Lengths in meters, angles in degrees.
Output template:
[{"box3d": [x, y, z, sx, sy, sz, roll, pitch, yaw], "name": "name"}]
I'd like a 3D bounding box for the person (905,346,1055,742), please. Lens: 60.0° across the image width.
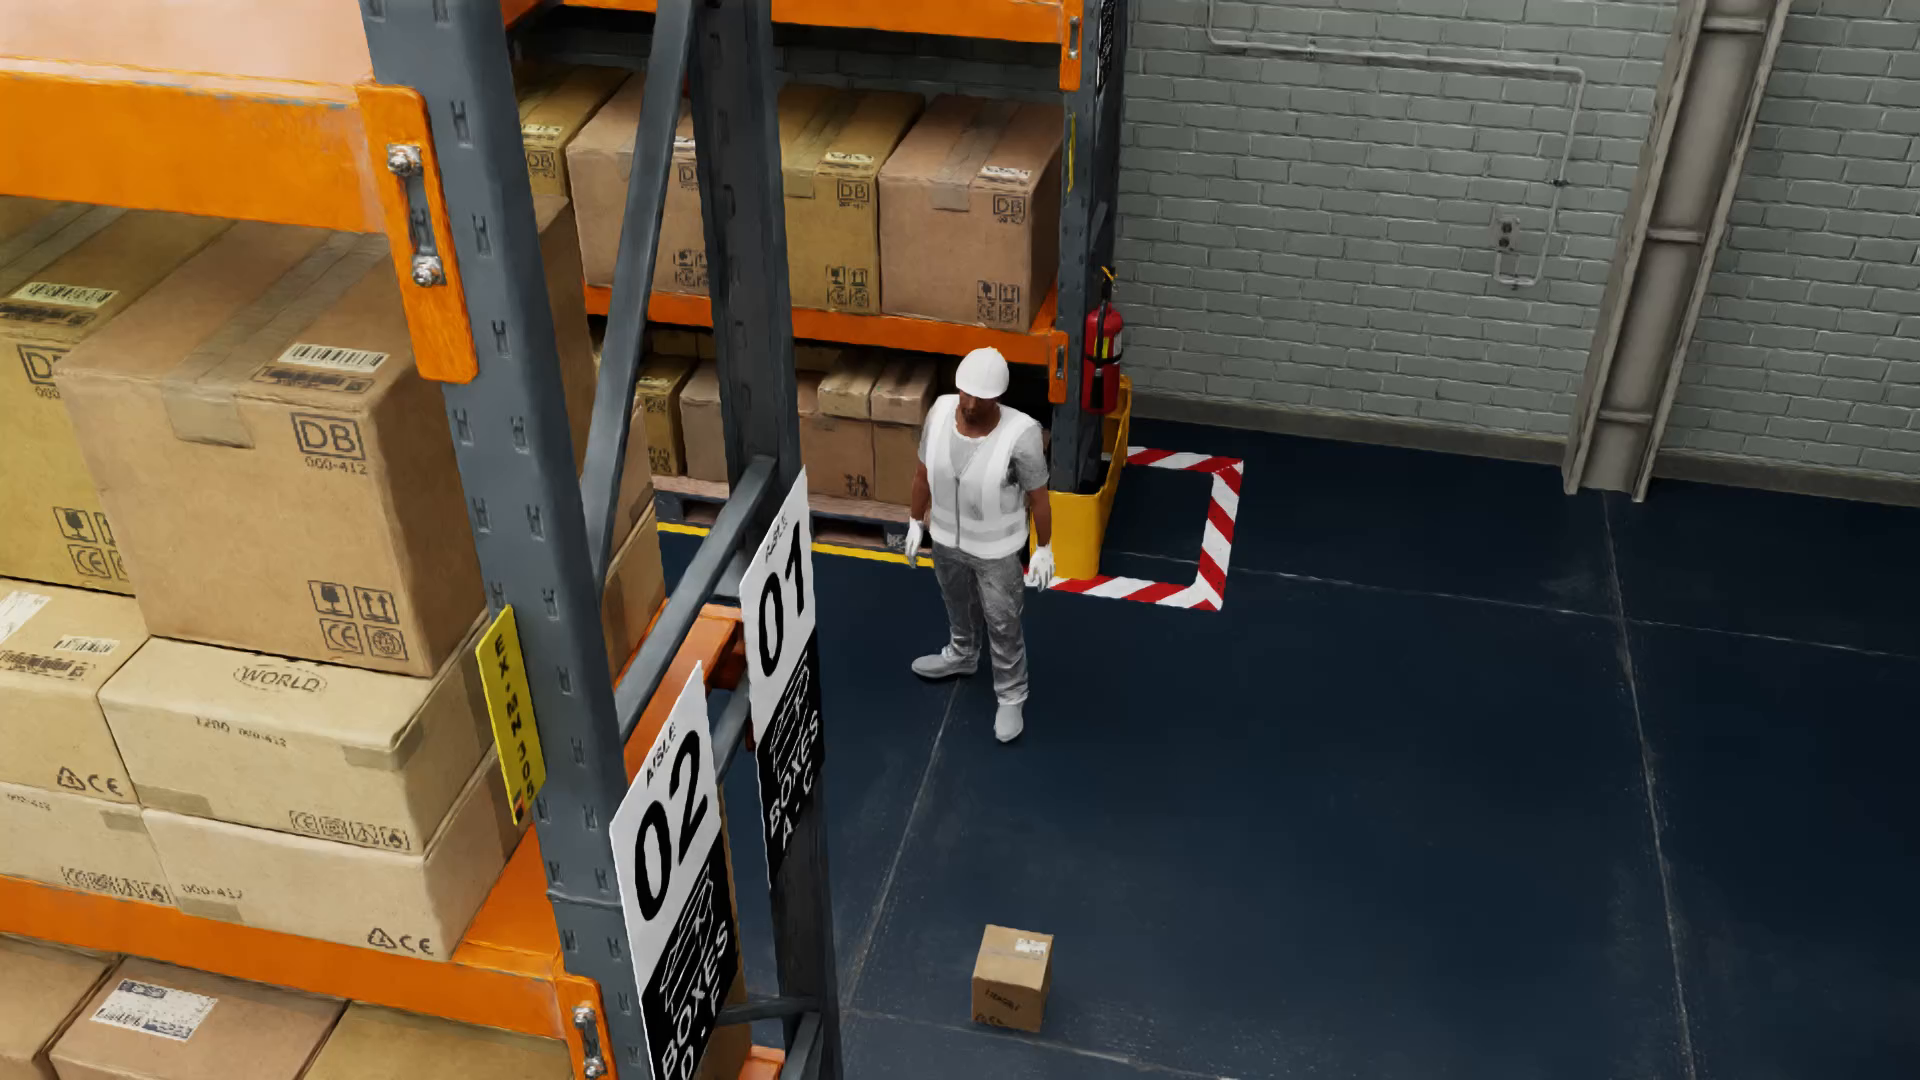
[{"box3d": [0.069, -0.012, 6.932, 0.691, 1.790, 0.414, 22, 42, 27], "name": "person"}]
